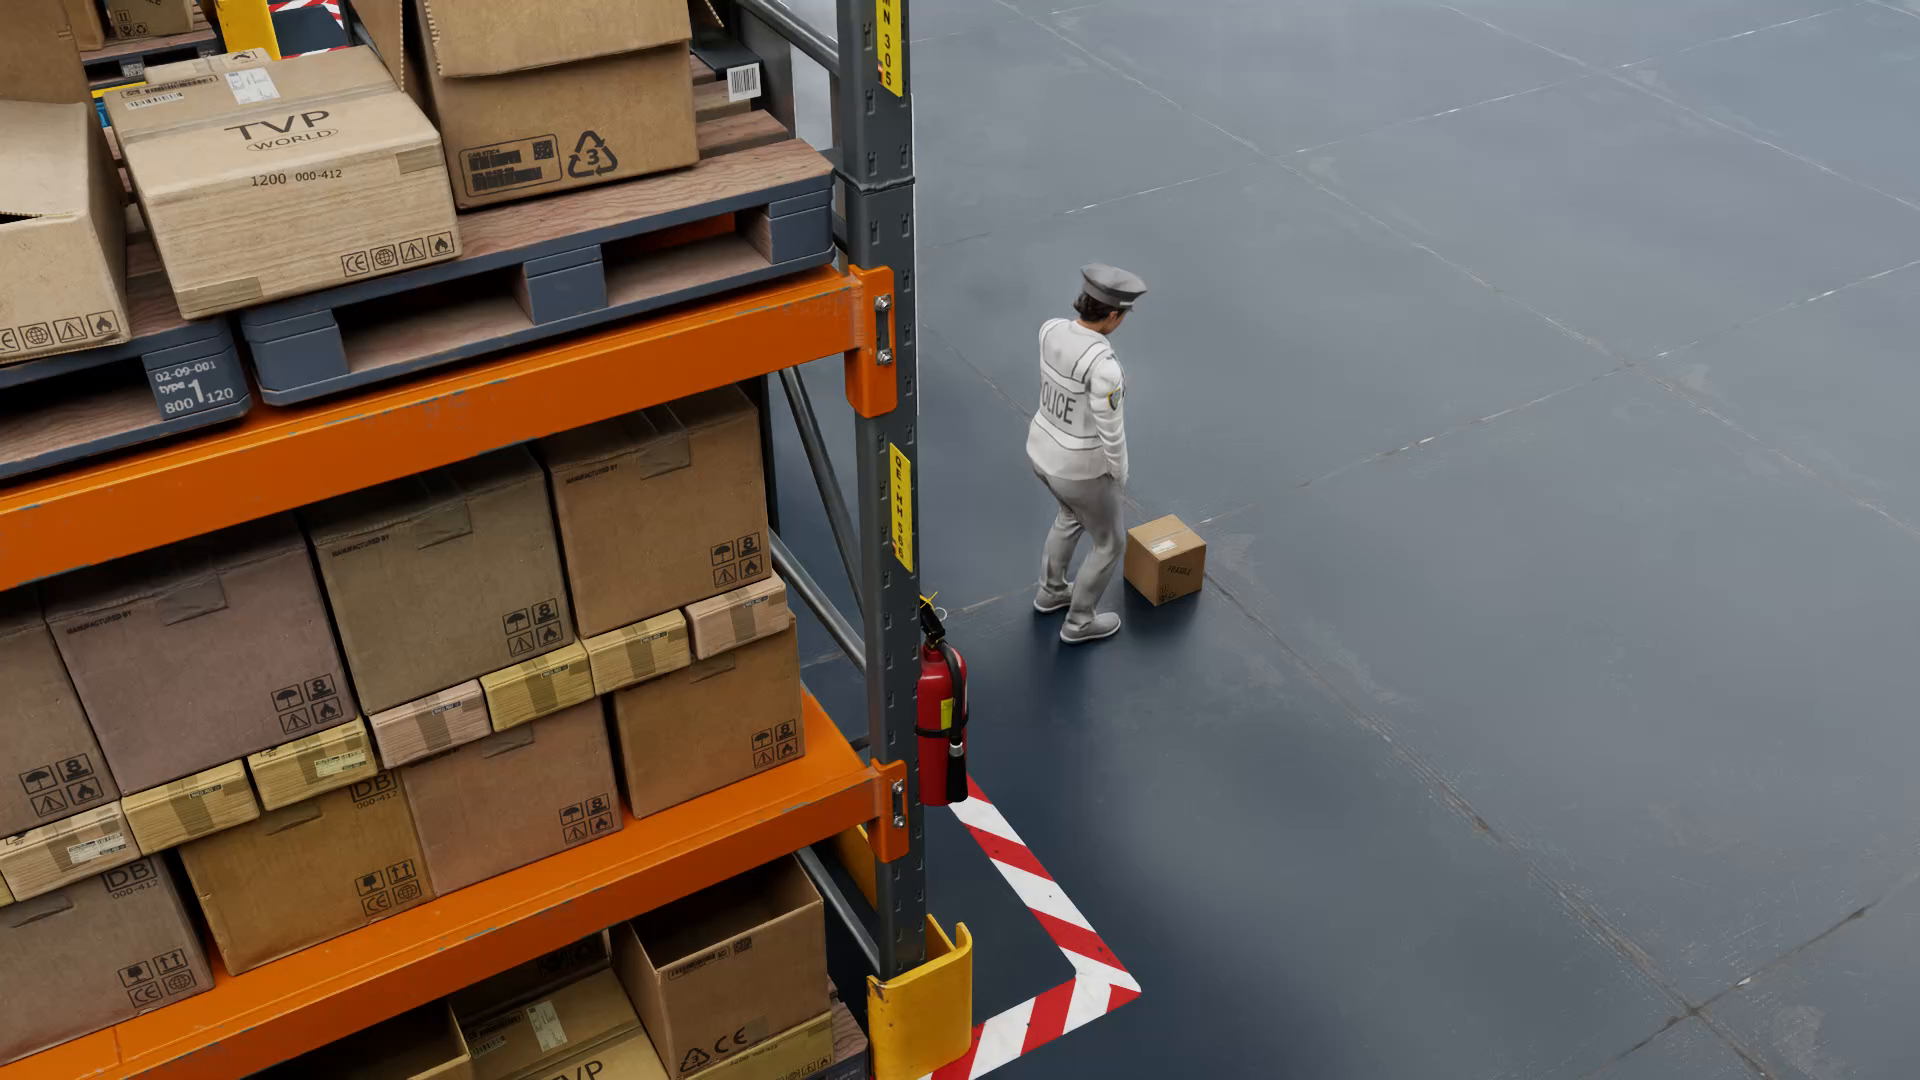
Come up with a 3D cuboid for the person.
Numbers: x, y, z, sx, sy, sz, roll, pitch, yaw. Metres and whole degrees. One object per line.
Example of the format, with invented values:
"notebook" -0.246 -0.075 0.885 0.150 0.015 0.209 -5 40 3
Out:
"person" 0.486 -0.334 6.634 0.446 1.626 0.500 -18 41 -22
